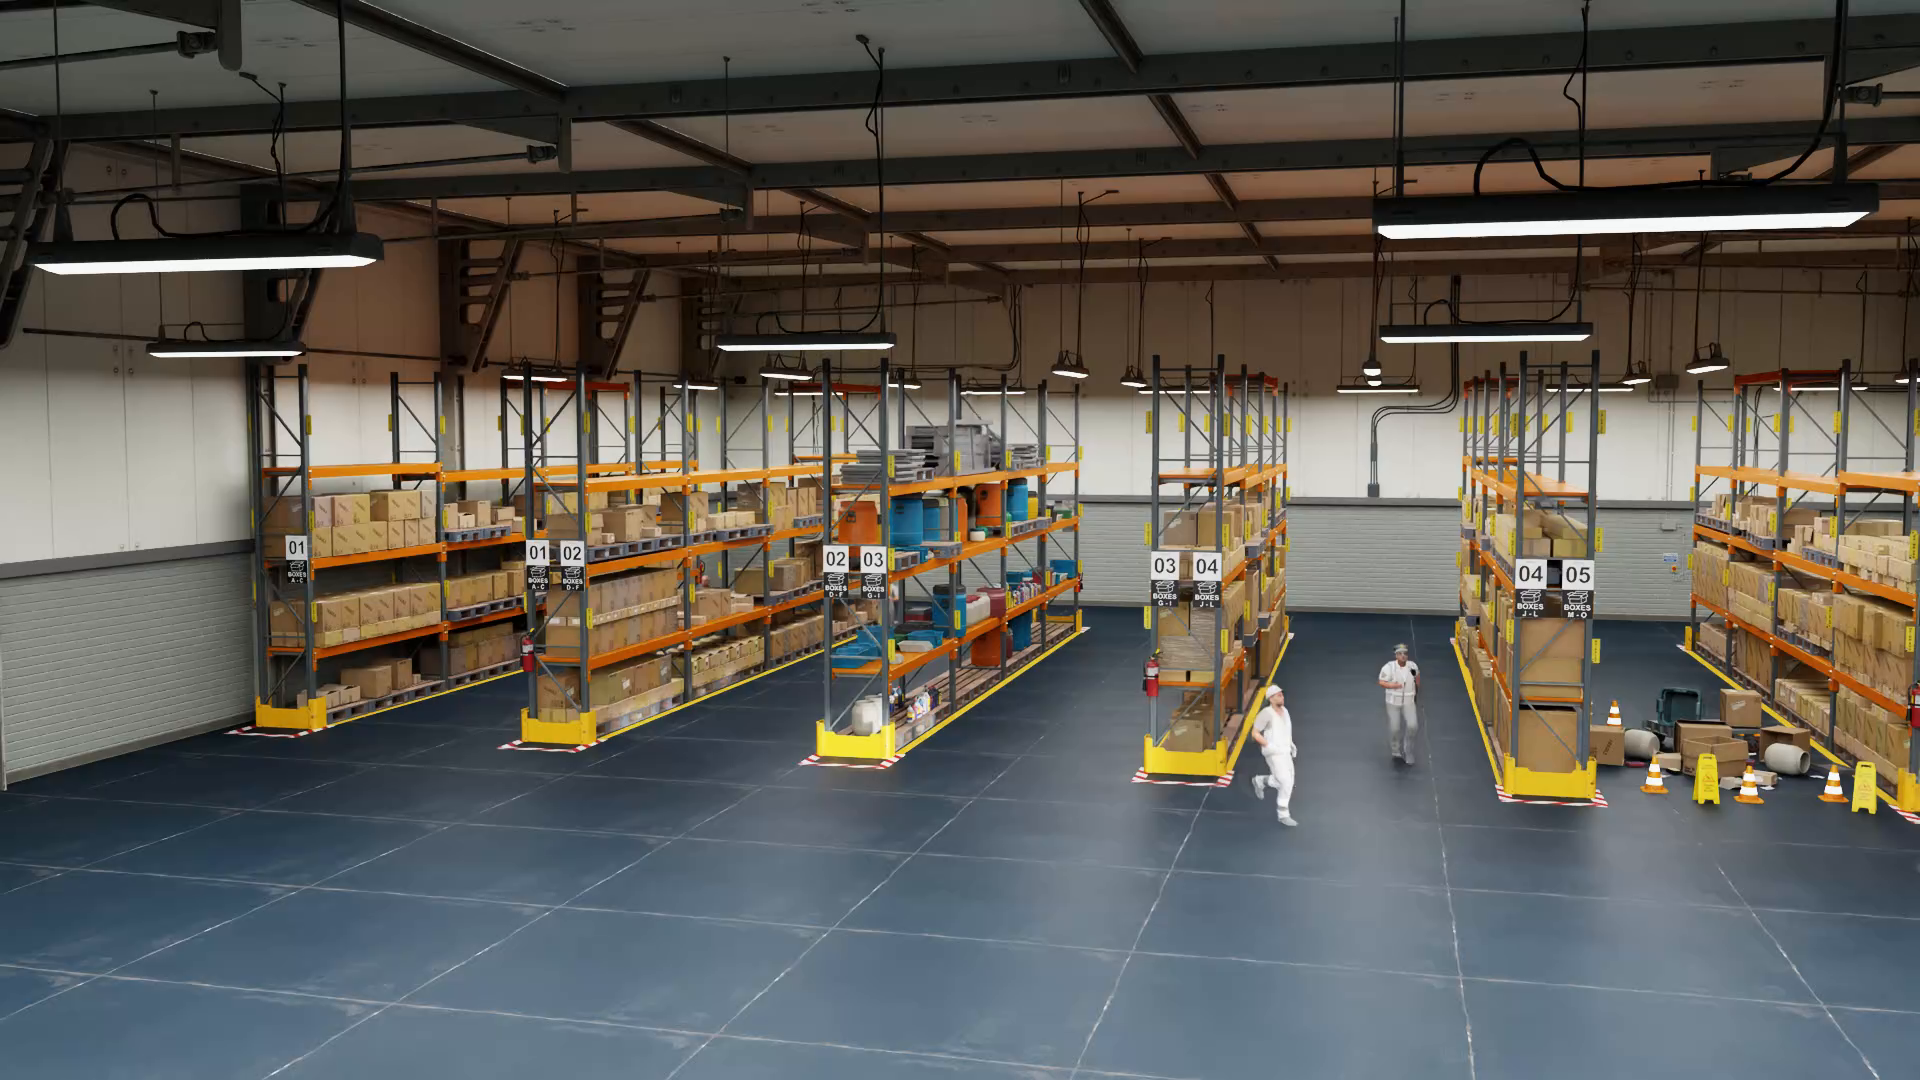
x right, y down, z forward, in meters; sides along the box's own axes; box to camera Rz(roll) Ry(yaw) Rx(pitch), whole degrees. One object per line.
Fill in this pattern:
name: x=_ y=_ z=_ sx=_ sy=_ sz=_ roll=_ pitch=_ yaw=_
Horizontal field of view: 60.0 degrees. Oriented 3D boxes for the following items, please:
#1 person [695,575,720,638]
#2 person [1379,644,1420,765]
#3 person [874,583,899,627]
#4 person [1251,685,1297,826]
person: x=-5.432 y=1.641 z=35.649 sx=0.673 sy=1.790 sz=1.040 roll=1 pitch=4 yaw=8
person: x=6.539 y=2.432 z=24.712 sx=0.641 sy=1.815 sz=0.770 roll=0 pitch=4 yaw=5
person: x=-1.536 y=1.515 z=34.594 sx=0.565 sy=1.697 sz=0.926 roll=1 pitch=4 yaw=7
person: x=3.968 y=2.701 z=21.060 sx=0.763 sy=1.739 sz=0.673 roll=4 pitch=5 yaw=44
